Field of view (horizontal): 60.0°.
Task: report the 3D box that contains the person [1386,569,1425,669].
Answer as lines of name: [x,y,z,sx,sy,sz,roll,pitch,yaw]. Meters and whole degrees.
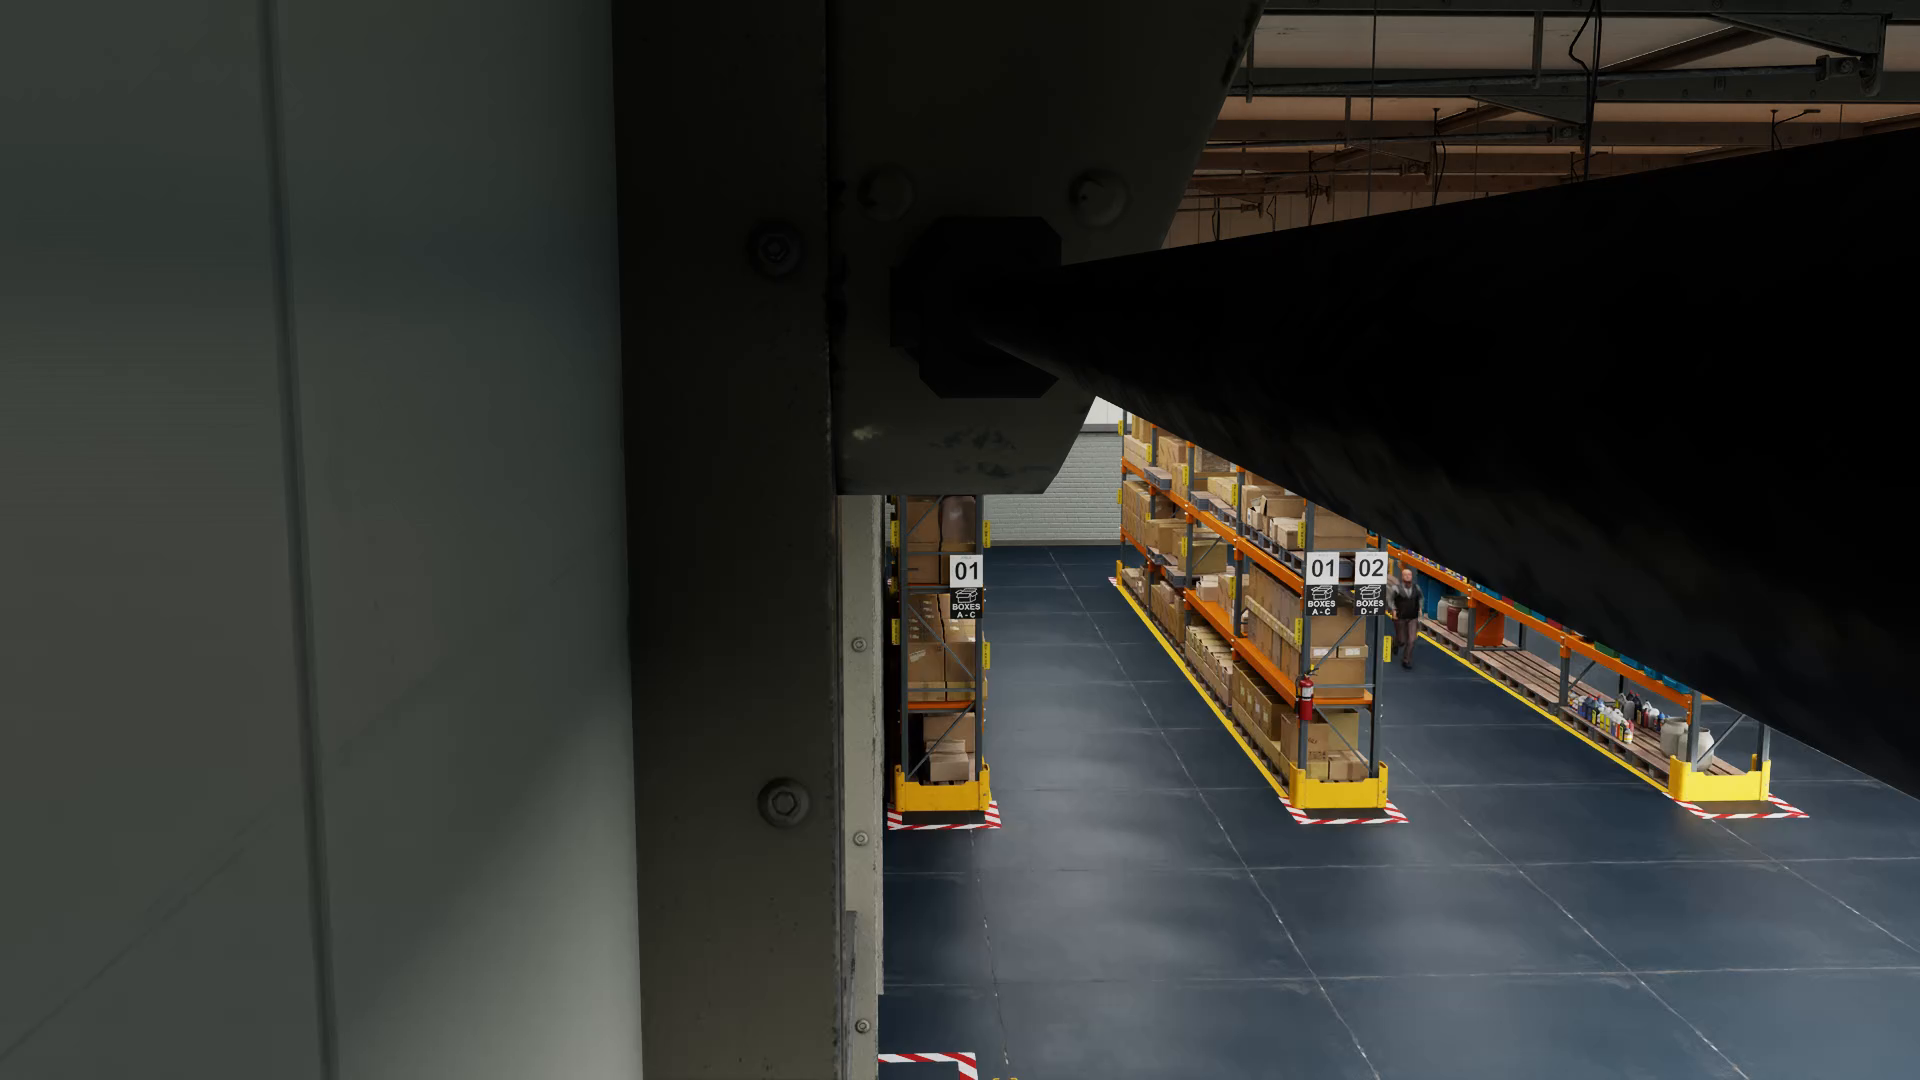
person: [7.623,1.335,28.405,0.676,1.681,0.712,0,8,0]
